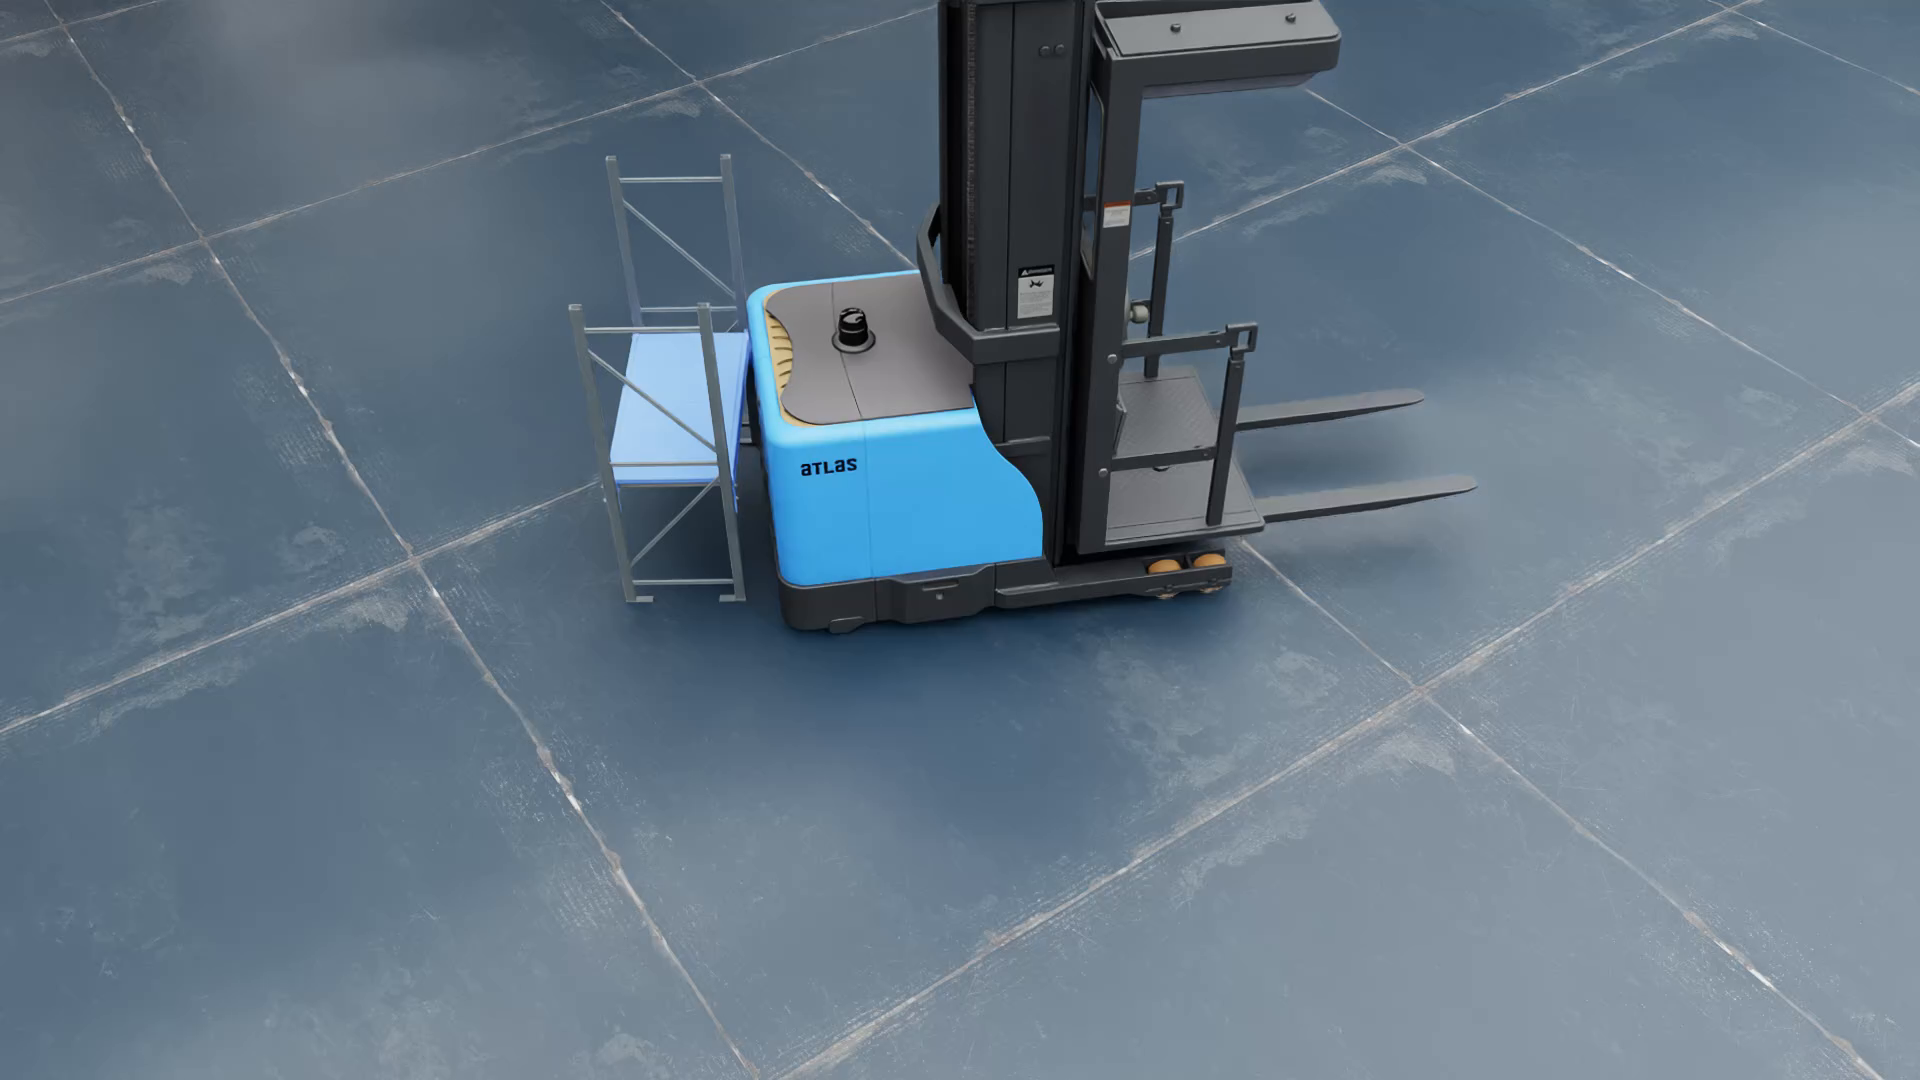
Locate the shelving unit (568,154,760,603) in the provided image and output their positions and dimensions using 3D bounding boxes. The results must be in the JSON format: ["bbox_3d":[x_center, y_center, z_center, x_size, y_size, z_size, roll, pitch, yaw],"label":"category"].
[{"bbox_3d":[-1.160,-0.644,6.830,0.538,1.500,1.048,-1,44,-1],"label":"shelving unit"}]

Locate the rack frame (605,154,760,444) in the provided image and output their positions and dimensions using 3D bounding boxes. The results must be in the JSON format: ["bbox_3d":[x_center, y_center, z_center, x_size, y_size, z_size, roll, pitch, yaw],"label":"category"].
[{"bbox_3d":[-1.172,-0.995,7.197,0.500,1.500,0.032,-1,44,-1],"label":"rack frame"}]

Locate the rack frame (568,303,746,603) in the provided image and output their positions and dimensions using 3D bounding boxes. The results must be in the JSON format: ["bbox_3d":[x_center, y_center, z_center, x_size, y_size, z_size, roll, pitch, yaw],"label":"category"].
[{"bbox_3d":[-1.148,-0.293,6.462,0.500,1.500,0.032,-1,44,-1],"label":"rack frame"}]

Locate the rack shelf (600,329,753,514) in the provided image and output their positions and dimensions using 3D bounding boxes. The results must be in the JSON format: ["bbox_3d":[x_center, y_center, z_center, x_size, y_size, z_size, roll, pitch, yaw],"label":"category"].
[{"bbox_3d":[-1.160,-0.514,6.954,0.538,0.185,1.000,-1,44,-1],"label":"rack shelf"}]

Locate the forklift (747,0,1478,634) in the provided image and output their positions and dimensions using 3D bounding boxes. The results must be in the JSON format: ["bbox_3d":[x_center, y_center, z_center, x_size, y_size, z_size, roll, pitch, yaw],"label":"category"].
[{"bbox_3d":[0.686,-1.172,6.346,3.031,2.935,1.130,-7,44,-7],"label":"forklift"}]
